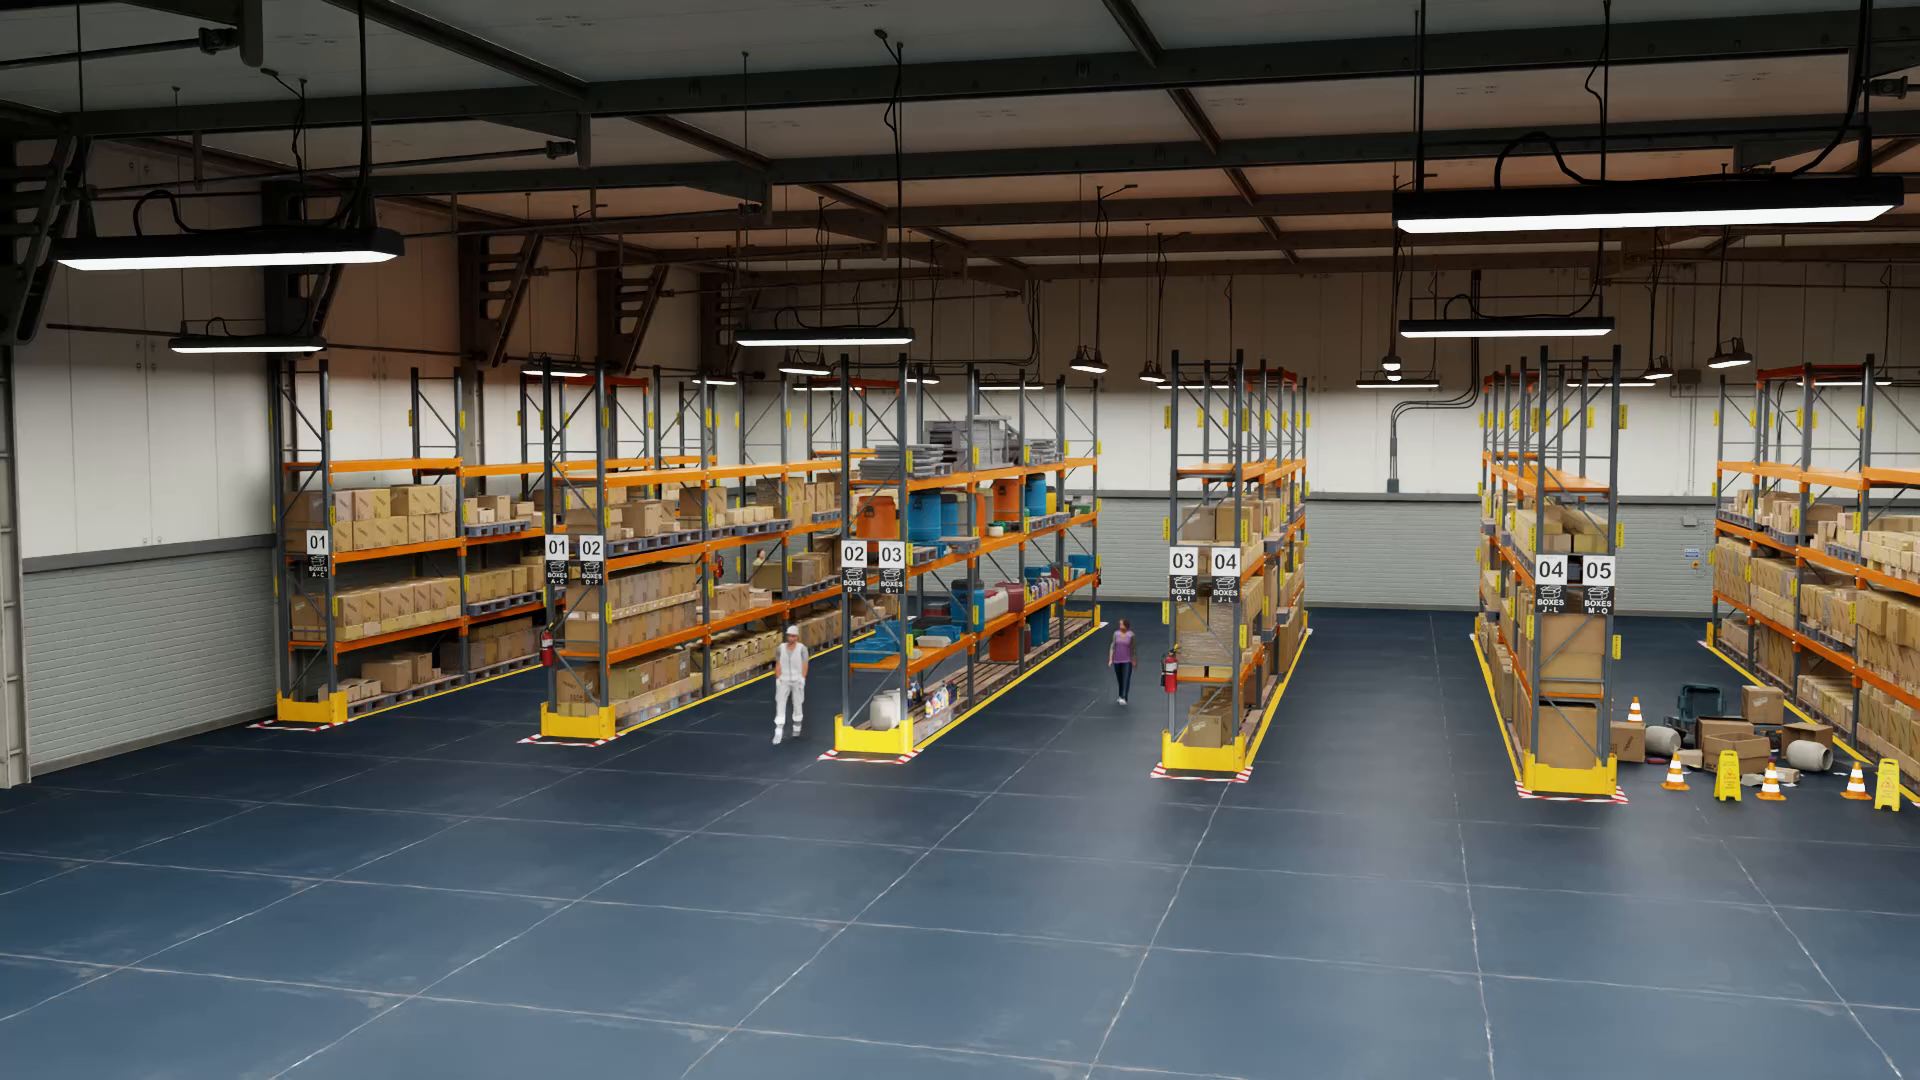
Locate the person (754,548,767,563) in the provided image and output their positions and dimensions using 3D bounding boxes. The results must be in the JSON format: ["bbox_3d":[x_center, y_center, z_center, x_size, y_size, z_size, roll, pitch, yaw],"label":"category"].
[{"bbox_3d":[-5.301,1.027,43.805,0.853,1.641,0.451,2,5,26],"label":"person"}]

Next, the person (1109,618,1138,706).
[{"bbox_3d":[2.825,2.128,29.044,0.448,1.538,1.011,2,4,22],"label":"person"}]

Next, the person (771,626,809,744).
[{"bbox_3d":[-2.651,2.237,25.993,0.561,1.782,0.745,0,4,0],"label":"person"}]
